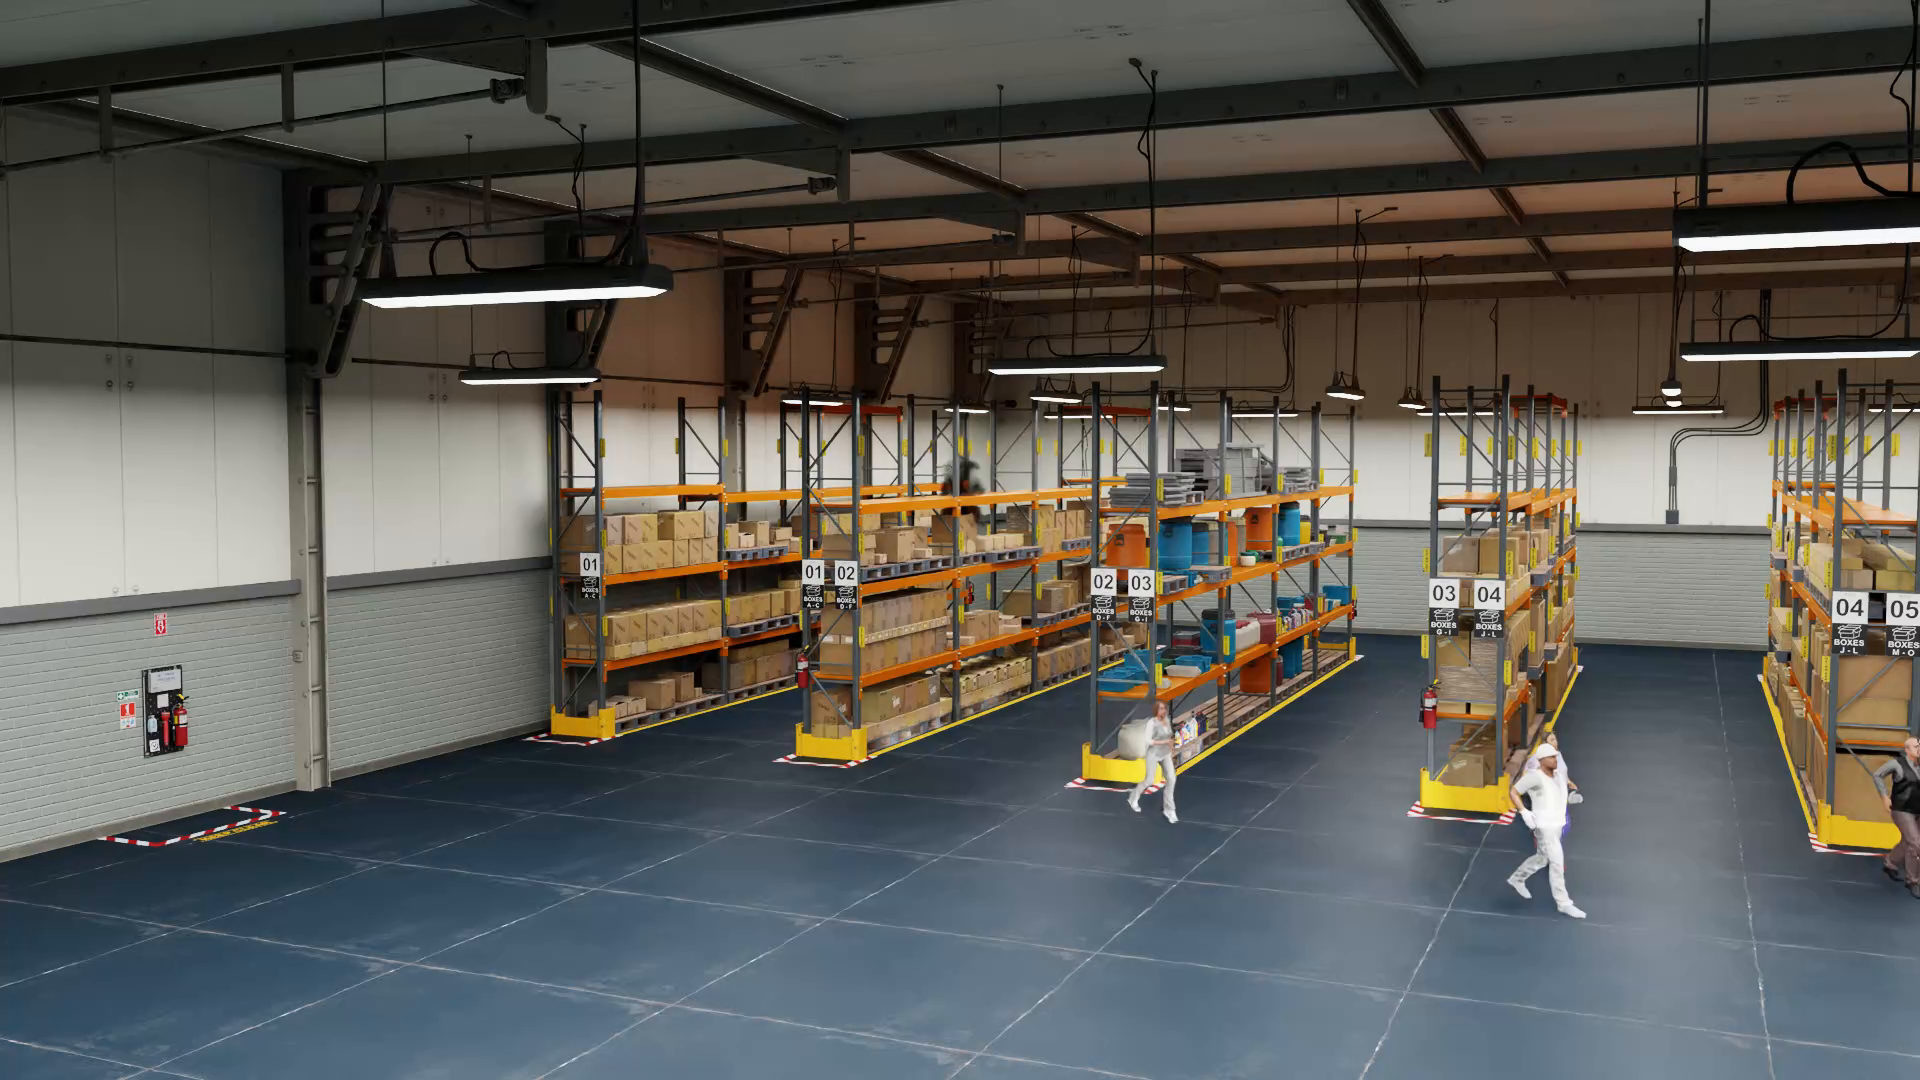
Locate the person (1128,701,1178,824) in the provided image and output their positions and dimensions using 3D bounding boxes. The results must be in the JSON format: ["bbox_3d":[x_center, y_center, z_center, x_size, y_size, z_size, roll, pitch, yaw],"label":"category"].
[{"bbox_3d":[2.646,2.962,22.442,0.550,1.629,0.850,-2,4,-31],"label":"person"}]

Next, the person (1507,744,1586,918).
[{"bbox_3d":[6.334,3.086,17.931,0.679,1.777,0.986,-3,4,-42],"label":"person"}]

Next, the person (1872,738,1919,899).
[{"bbox_3d":[10.738,3.109,18.802,0.647,1.769,0.797,-1,3,-12],"label":"person"}]

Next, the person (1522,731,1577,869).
[{"bbox_3d":[7.057,3.100,19.981,0.638,1.603,0.660,-2,4,-28],"label":"person"}]
